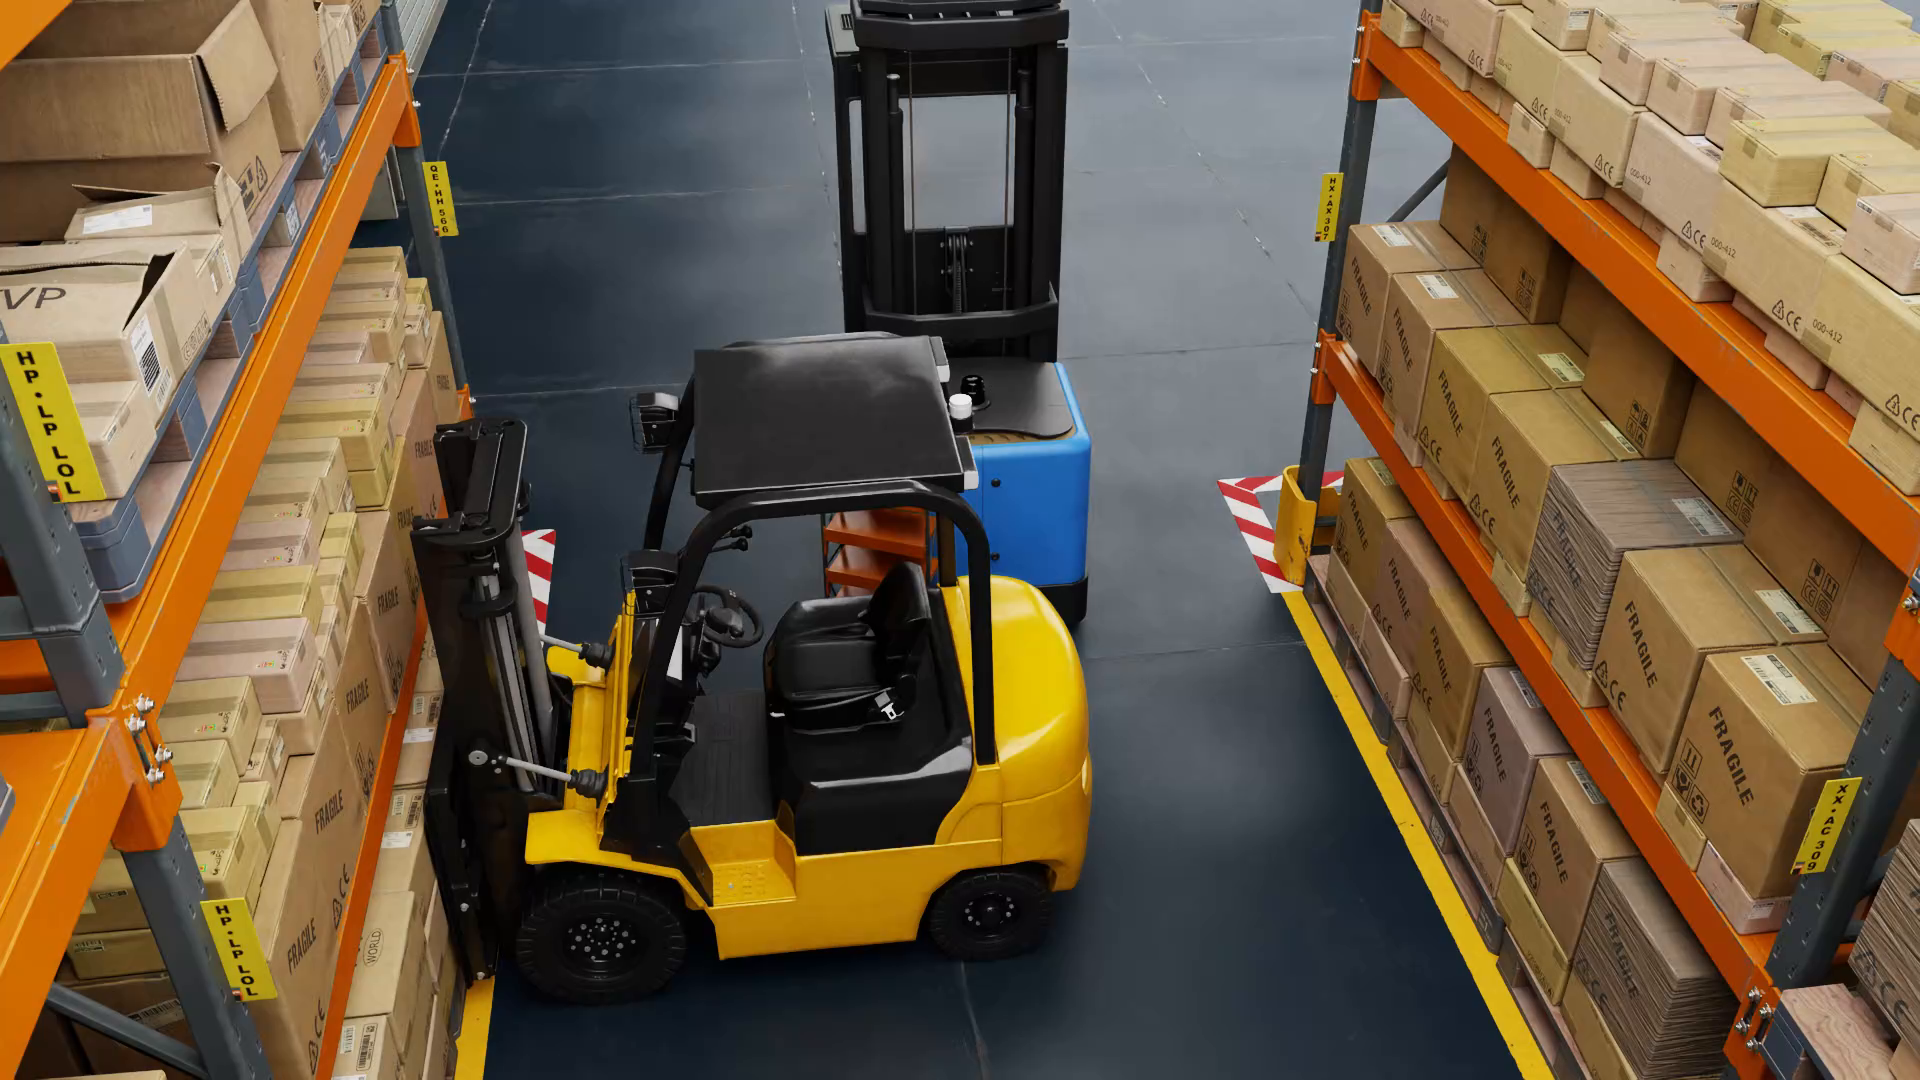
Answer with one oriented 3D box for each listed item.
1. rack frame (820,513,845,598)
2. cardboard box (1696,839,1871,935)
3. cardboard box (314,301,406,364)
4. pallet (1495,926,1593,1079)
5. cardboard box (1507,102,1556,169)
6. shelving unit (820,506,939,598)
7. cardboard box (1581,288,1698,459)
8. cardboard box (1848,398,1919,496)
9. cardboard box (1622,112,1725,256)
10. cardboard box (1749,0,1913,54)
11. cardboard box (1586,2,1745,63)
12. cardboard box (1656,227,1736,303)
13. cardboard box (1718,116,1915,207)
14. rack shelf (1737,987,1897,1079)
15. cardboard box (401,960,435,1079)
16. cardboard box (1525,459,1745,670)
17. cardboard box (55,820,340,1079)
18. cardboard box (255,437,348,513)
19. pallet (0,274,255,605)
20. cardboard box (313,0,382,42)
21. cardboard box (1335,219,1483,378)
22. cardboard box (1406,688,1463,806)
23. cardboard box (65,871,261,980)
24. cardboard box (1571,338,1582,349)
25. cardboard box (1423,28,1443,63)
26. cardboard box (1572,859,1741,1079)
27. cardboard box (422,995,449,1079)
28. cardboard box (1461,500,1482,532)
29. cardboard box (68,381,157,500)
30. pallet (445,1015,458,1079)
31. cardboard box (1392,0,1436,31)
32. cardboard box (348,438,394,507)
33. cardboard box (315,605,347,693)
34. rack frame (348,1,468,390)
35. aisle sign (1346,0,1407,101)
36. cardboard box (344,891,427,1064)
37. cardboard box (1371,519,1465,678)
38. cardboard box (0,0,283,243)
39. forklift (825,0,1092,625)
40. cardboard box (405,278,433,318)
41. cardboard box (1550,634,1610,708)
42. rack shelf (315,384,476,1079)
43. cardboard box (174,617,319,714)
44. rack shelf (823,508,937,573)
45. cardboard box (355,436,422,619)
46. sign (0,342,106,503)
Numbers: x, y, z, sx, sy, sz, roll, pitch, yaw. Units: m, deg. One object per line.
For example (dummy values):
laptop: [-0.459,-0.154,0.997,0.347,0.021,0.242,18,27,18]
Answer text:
rack frame: [-0.573,0.066,7.587,0.015,1.200,0.240,10,36,15]
cardboard box: [2.403,0.992,4.854,0.380,0.149,0.250,-5,35,-7]
cardboard box: [-2.325,-0.779,6.300,0.380,0.149,0.250,-4,34,-5]
pallet: [2.623,1.825,5.885,1.003,0.211,1.213,-4,35,-6]
cardboard box: [2.111,-1.393,5.690,0.380,0.149,0.250,-4,34,-6]
shelving unit: [-0.341,0.108,7.526,0.503,1.200,0.258,10,36,15]
cardboard box: [2.656,-0.648,5.796,0.700,0.500,0.500,-5,35,-7]
cardboard box: [2.403,-0.244,4.004,0.380,0.149,0.250,-4,34,-6]
cardboard box: [2.299,-1.049,4.832,0.500,0.250,0.500,-5,35,-7]
cardboard box: [2.788,-1.633,5.334,0.380,0.149,0.250,-4,34,-5]
cardboard box: [2.230,-1.587,5.267,0.380,0.149,0.250,-4,34,-5]
cardboard box: [2.279,-0.820,4.848,0.380,0.149,0.250,-3,34,-5]
cardboard box: [2.267,-1.007,4.416,0.380,0.149,0.250,-3,34,-5]
rack shelf: [3.017,2.458,3.119,1.077,0.370,4.000,-4,35,-6]
cardboard box: [-1.999,1.604,5.357,0.500,0.250,0.500,-5,35,-7]
cardboard box: [2.292,0.075,5.623,0.500,0.500,0.500,-3,34,-5]
cardboard box: [-1.971,1.114,4.363,0.500,0.500,0.500,-5,35,-8]
cardboard box: [-2.239,-0.202,5.454,0.380,0.149,0.250,-4,34,-6]
pallet: [-2.310,-0.254,3.875,1.003,0.211,1.213,-4,35,-6]
cardboard box: [-2.407,-2.077,5.920,0.500,0.500,0.500,-3,34,-5]
cardboard box: [1.999,-1.066,7.298,0.500,0.500,0.500,-5,35,-7]
cardboard box: [2.192,0.835,6.930,0.500,0.250,0.500,-2,34,-3]
cardboard box: [-1.952,0.915,4.078,0.380,0.149,0.250,-5,35,-7]
cardboard box: [2.683,-0.511,6.483,0.500,0.500,0.500,-5,35,-7]
cardboard box: [2.057,-1.974,6.542,0.380,0.149,0.250,-5,35,-8]
cardboard box: [2.403,1.388,5.453,0.500,0.500,0.500,-5,35,-7]
cardboard box: [-1.990,1.808,5.502,0.500,0.250,0.500,-5,35,-7]
cardboard box: [2.206,-0.155,6.536,0.380,0.149,0.250,-3,34,-5]
cardboard box: [-1.929,-0.201,3.480,0.380,0.149,0.250,-4,34,-5]
pallet: [-2.235,2.128,5.440,1.003,0.211,1.213,-4,35,-6]
cardboard box: [2.014,-2.187,6.501,0.500,0.250,0.500,-5,35,-7]
cardboard box: [-2.187,-0.233,5.763,0.380,0.149,0.250,-4,34,-6]
cardboard box: [-2.044,0.338,4.926,0.380,0.149,0.250,-5,35,-7]
rack frame: [-2.708,-0.810,7.274,1.000,3.000,0.127,-4,35,-6]
aisle sign: [1.895,-2.273,7.113,0.394,0.787,0.004,-4,35,-6]
cardboard box: [-1.983,1.392,5.224,0.500,0.250,0.500,-4,35,-6]
cardboard box: [2.123,0.241,7.136,0.500,0.500,0.500,-6,35,-8]
cardboard box: [-2.327,-1.170,4.586,0.797,0.503,0.637,-3,34,-5]
forklift: [-0.074,-1.560,8.436,1.130,2.935,3.031,-4,34,-6]
cardboard box: [-2.383,-0.947,6.811,0.380,0.149,0.250,-4,34,-6]
cardboard box: [2.263,0.425,5.685,0.380,0.149,0.250,-5,35,-7]
rack shelf: [-2.439,0.604,5.839,1.077,0.370,4.000,-4,35,-6]
cardboard box: [-2.019,0.358,4.633,0.380,0.149,0.250,-4,34,-5]
rack shelf: [-0.341,-0.021,7.438,0.480,0.148,0.258,10,36,15]
cardboard box: [-2.251,-0.020,6.027,0.500,0.500,0.500,-5,35,-7]
sign: [-1.633,-0.207,2.988,0.100,0.325,0.005,-4,35,-6]
